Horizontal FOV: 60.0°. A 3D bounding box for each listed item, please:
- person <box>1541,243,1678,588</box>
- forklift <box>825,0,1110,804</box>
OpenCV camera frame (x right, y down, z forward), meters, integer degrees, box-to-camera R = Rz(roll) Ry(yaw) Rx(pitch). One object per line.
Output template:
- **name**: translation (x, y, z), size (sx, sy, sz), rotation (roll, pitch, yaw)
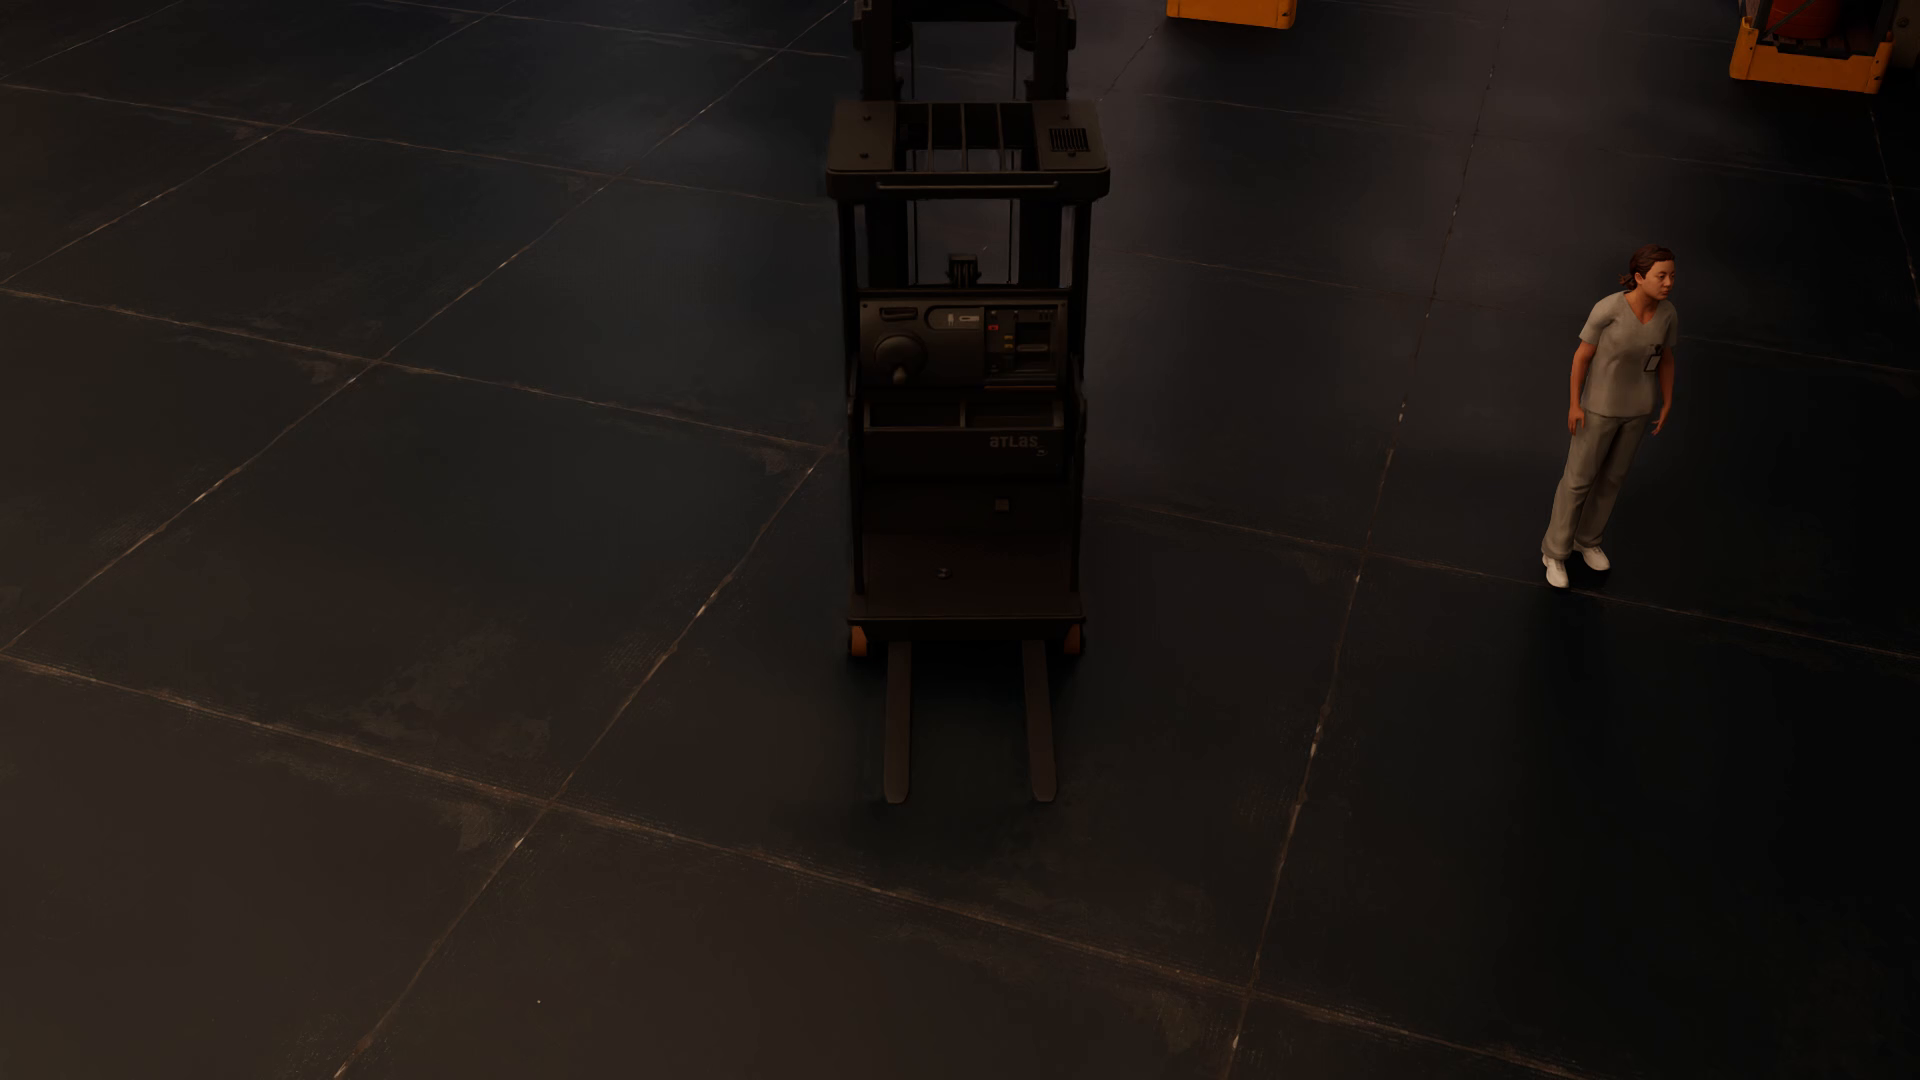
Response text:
- **person**: translation (3.188, -0.597, 8.026), size (0.548, 1.673, 0.550), rotation (-5, 36, -7)
- **forklift**: translation (0.024, -0.823, 7.272), size (1.130, 2.935, 3.031), rotation (0, 35, -1)
